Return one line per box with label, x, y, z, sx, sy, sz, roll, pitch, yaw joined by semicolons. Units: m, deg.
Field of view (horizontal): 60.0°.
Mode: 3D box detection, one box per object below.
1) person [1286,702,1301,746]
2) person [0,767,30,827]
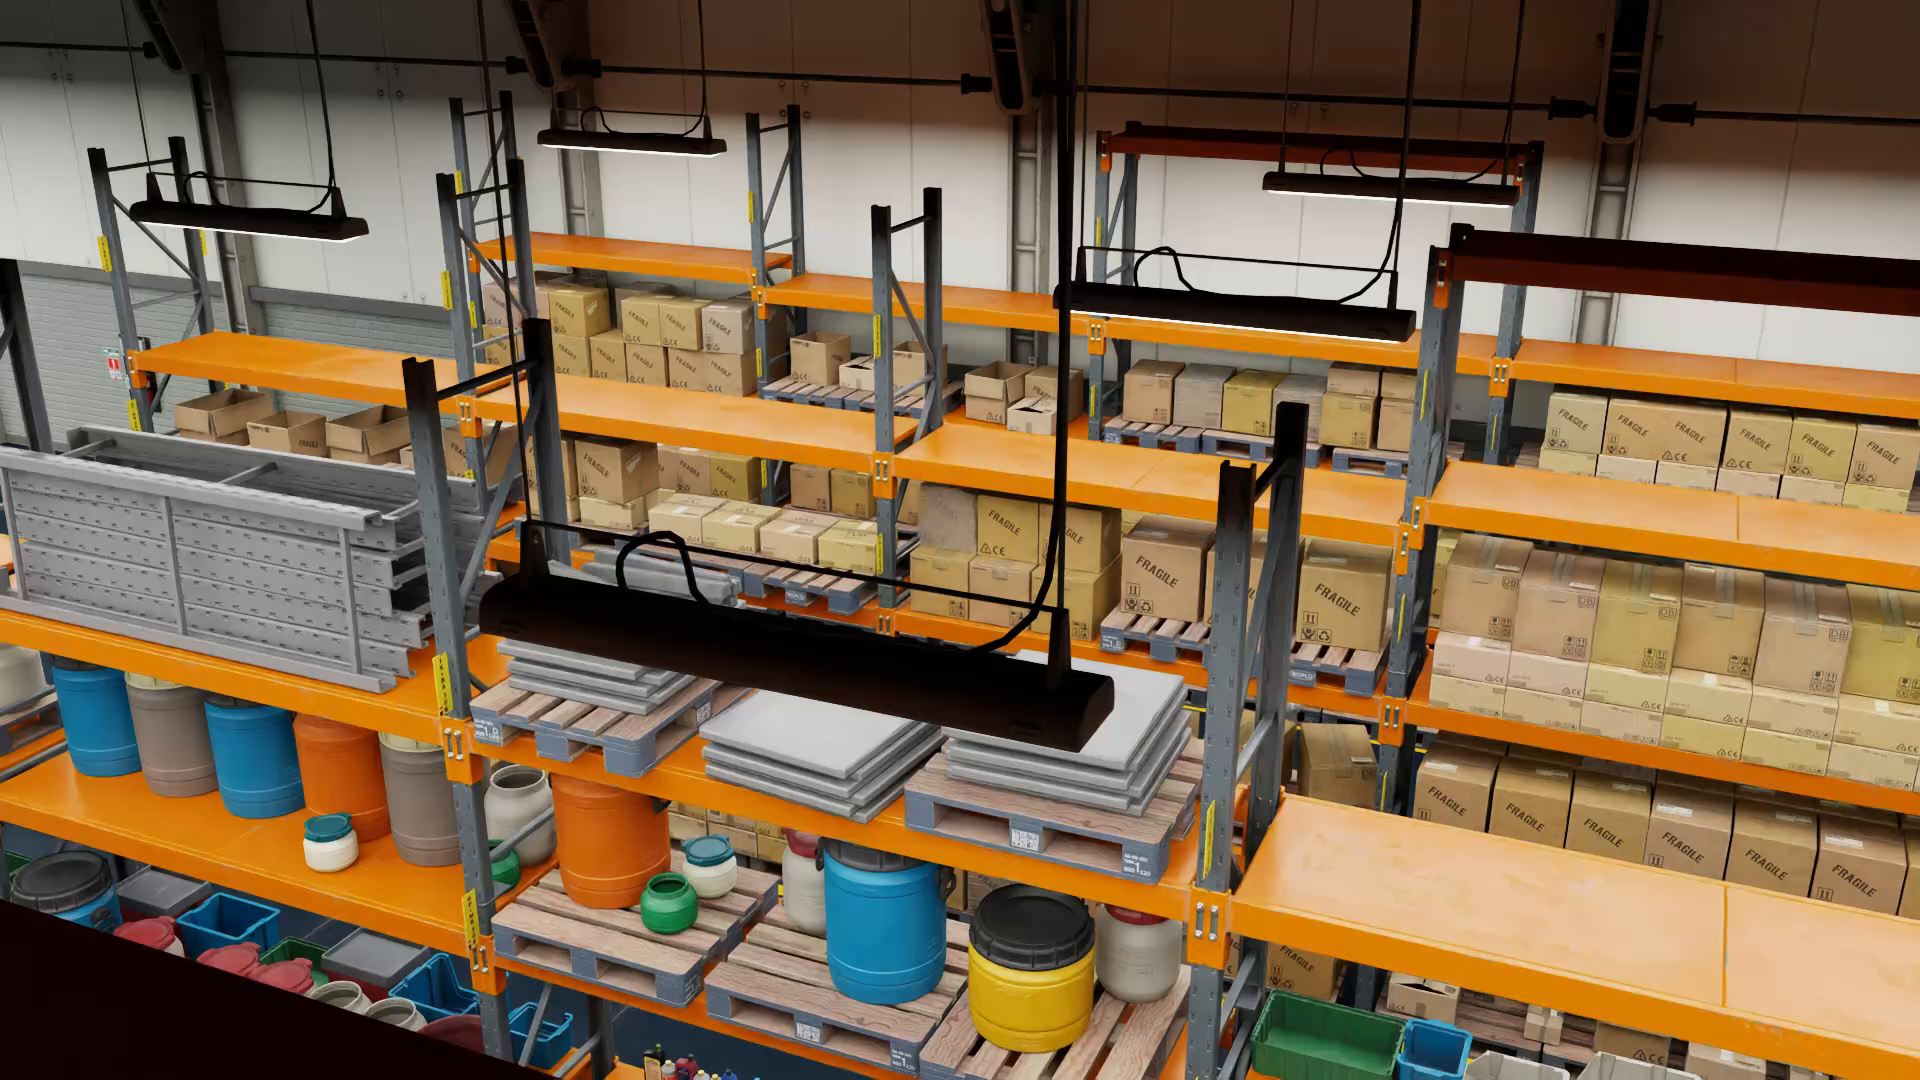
person;2.947;1.848;15.503;0.448;1.599;0.438;-14;25;-33
person;-8.771;1.913;15.309;0.864;1.593;0.508;-18;27;-40
